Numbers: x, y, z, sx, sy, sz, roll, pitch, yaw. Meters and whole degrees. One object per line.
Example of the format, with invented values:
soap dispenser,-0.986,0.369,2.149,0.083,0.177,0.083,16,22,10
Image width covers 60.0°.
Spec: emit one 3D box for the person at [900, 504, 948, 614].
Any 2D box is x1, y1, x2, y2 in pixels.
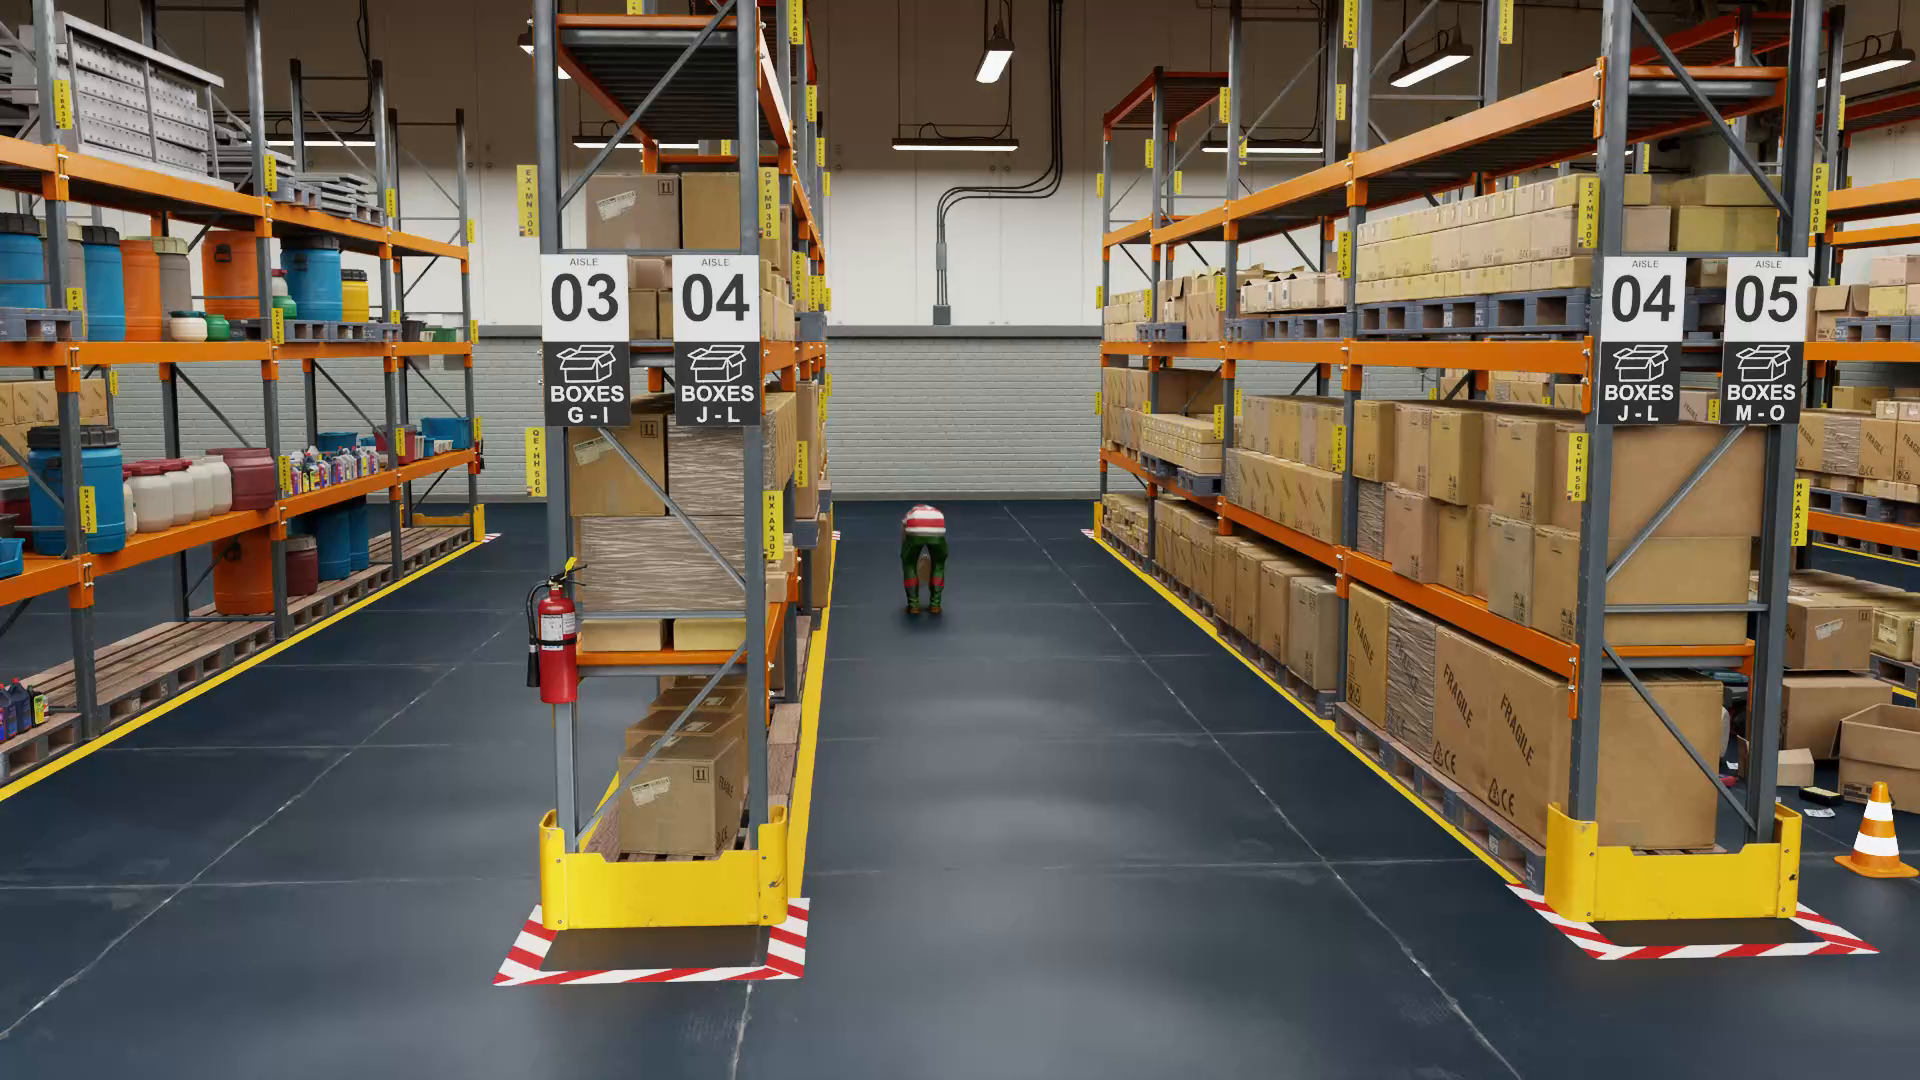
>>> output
person,-0.392,0.179,17.508,0.498,1.106,0.965,-1,7,-6
